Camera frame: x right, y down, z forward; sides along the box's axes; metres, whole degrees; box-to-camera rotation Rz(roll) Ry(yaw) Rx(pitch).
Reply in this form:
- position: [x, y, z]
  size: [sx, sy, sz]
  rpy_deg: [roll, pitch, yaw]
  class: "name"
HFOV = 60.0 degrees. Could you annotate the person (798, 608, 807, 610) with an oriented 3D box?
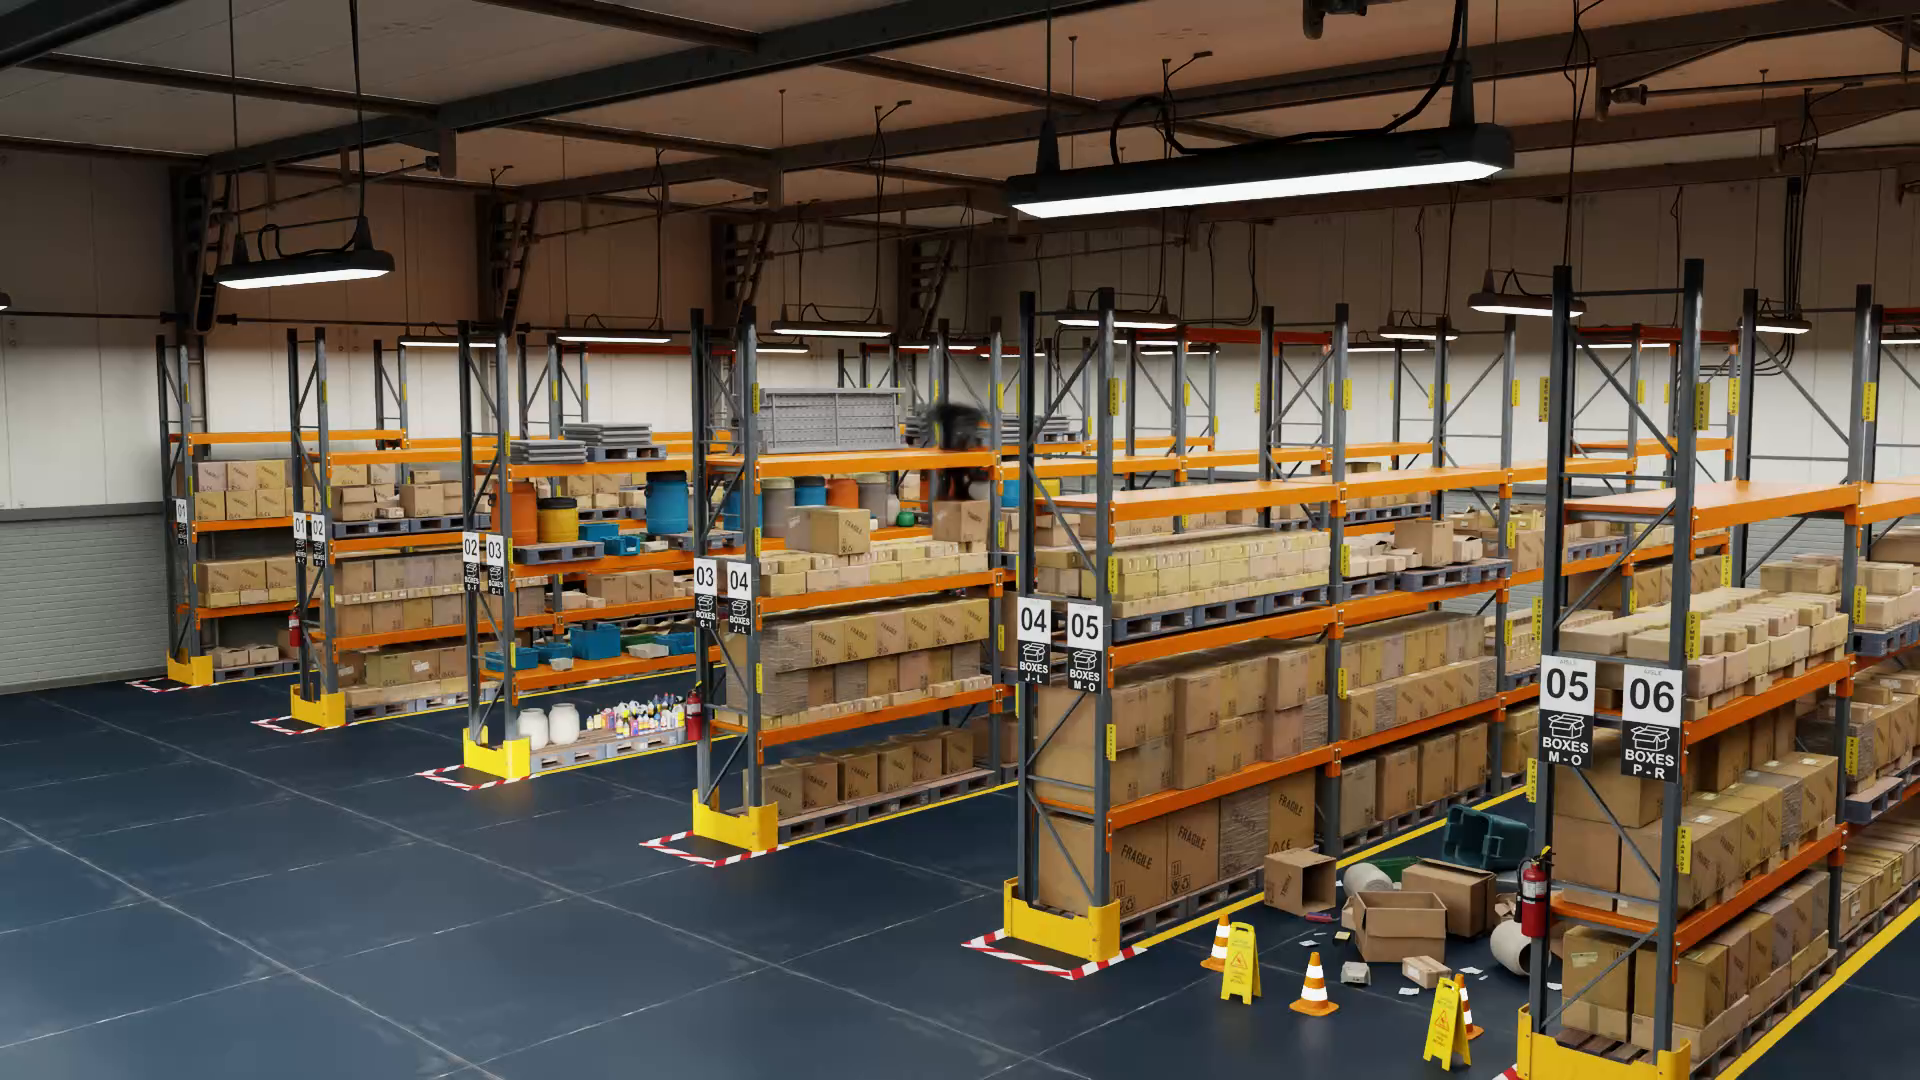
- position: [-2.732, 1.519, 29.468]
  size: [0.698, 1.791, 0.764]
  rpy_deg: [4, 6, 34]
  class: "person"
